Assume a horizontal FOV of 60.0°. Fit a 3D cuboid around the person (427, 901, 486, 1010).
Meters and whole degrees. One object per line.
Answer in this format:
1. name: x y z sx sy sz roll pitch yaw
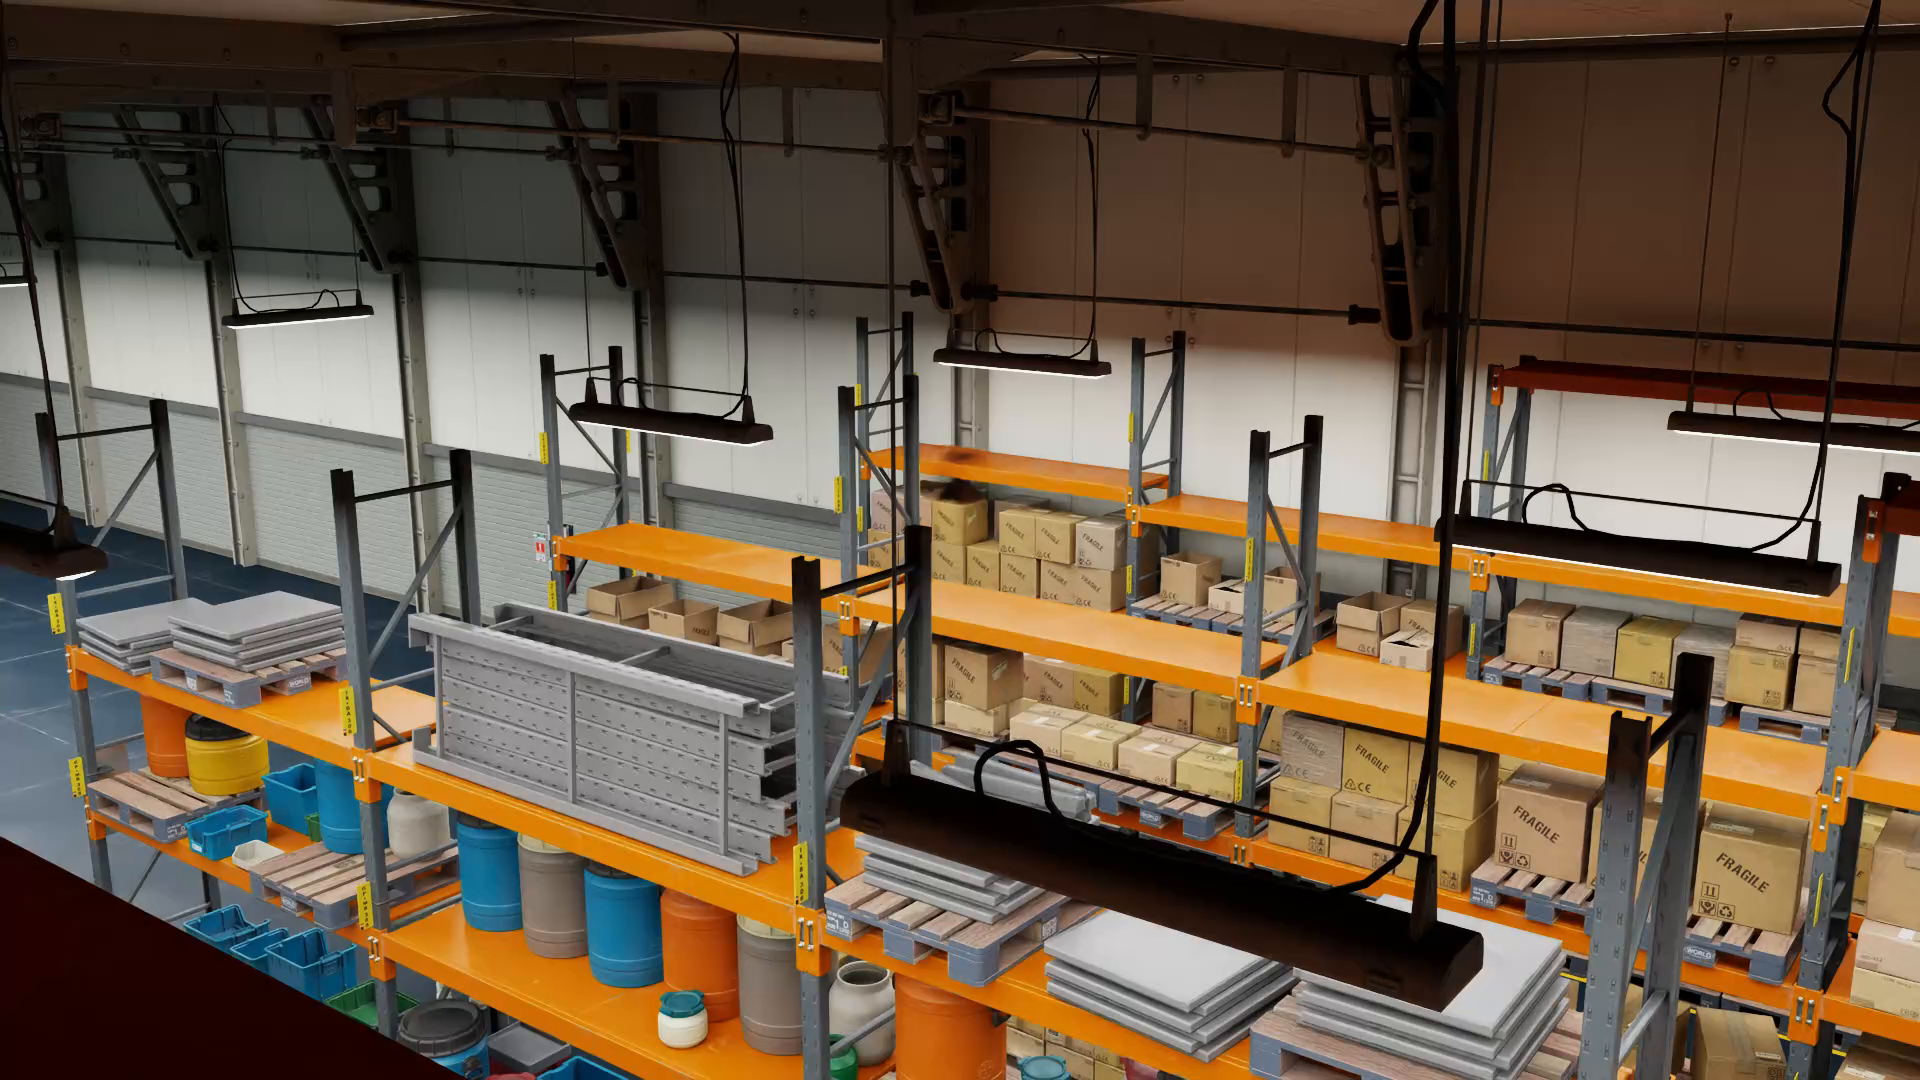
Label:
1. person: -4.779 3.673 15.735 0.514 1.672 0.422 -2 13 -7
